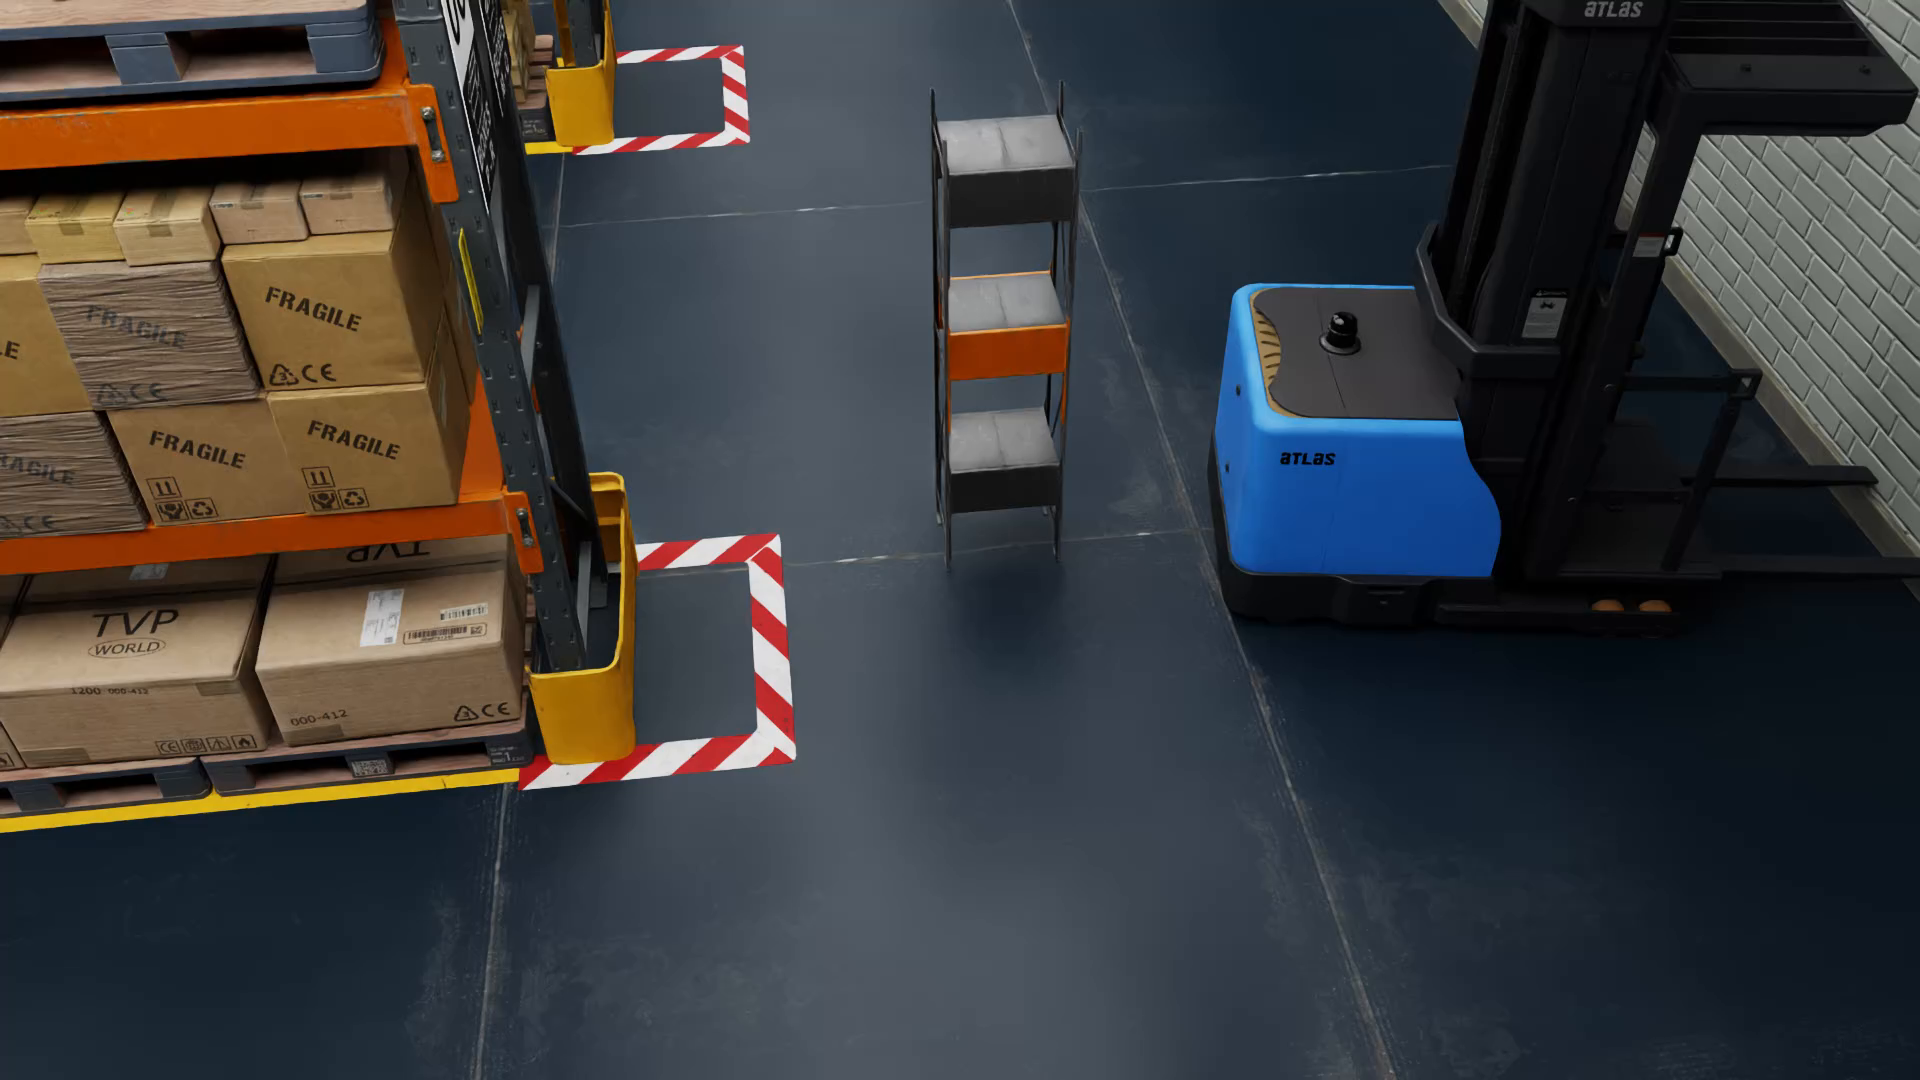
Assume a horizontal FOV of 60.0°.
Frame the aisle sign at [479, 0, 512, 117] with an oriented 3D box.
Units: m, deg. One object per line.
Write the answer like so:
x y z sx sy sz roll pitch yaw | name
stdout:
-1.508 -1.794 5.273 0.004 0.787 0.394 -5 42 -6 | aisle sign

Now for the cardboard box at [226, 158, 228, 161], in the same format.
-2.566 -1.136 5.664 0.500 0.500 0.500 -6 42 -7 | cardboard box

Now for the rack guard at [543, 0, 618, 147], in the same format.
-2.359 -2.974 10.389 0.348 0.500 1.175 -5 42 -6 | rack guard

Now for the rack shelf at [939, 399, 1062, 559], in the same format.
0.164 -0.264 7.256 0.480 0.518 0.431 -5 42 -6 | rack shelf

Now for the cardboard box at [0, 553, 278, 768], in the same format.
-3.090 0.375 6.410 0.875 0.438 0.875 -4 42 -4 | cardboard box

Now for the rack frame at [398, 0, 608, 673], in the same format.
-1.542 -0.630 5.924 0.127 3.000 1.000 -5 42 -6 | rack frame

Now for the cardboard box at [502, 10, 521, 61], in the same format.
-2.776 -3.012 9.936 0.250 0.149 0.380 -5 42 -5 | cardboard box

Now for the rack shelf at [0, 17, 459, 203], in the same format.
-3.525 -1.303 4.967 4.000 0.370 1.077 -5 42 -6 | rack shelf

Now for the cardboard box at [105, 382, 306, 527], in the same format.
-2.485 -0.416 5.612 0.500 0.500 0.500 -6 42 -6 | cardboard box

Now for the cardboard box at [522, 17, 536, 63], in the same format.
-2.845 -3.173 10.558 0.250 0.149 0.380 -4 42 -5 | cardboard box

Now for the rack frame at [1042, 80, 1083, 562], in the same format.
0.406 -0.815 6.801 0.015 2.100 0.400 -5 42 -6 | rack frame

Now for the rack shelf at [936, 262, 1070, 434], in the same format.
0.164 -0.784 6.787 0.480 0.518 0.431 -5 42 -6 | rack shelf

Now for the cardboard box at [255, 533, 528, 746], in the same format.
-2.183 0.289 6.504 0.875 0.438 0.875 -6 42 -7 | cardboard box

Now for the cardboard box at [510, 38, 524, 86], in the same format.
-2.770 -2.881 10.012 0.250 0.149 0.380 -6 42 -7 | cardboard box

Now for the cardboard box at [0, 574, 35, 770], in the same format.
-3.984 0.452 6.324 0.875 0.438 0.875 -6 42 -7 | cardboard box

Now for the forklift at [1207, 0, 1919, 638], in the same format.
2.646 -1.038 6.428 3.031 2.935 1.130 1 42 1 | forklift

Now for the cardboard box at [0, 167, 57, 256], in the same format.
-2.889 -1.028 5.060 0.250 0.149 0.380 -5 42 -6 | cardboard box

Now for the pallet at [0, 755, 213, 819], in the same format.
-3.532 0.631 6.608 1.213 0.211 1.003 -5 42 -6 | pallet

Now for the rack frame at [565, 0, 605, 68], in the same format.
-2.284 -3.908 9.559 0.127 3.000 1.000 -5 42 -6 | rack frame

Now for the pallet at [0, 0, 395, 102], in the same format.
-2.276 -1.639 4.870 1.213 0.211 1.003 -5 42 -6 | pallet

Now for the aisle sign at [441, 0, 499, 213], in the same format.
-1.430 -1.395 4.832 0.004 0.787 0.394 -5 42 -6 | aisle sign

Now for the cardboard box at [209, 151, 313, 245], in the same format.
-2.120 -1.077 5.114 0.250 0.149 0.380 -4 42 -5 | cardboard box

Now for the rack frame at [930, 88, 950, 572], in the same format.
-0.078 -0.773 6.754 0.015 2.100 0.400 -5 42 -6 | rack frame

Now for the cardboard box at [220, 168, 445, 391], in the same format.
-1.989 -0.838 5.334 0.500 0.500 0.500 -4 42 -4 | cardboard box

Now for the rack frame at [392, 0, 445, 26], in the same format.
-1.542 -2.857 3.914 0.127 3.000 1.000 -5 42 -6 | rack frame

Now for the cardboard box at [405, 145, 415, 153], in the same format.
-1.930 -1.432 5.508 0.250 0.149 0.380 -4 42 -5 | cardboard box

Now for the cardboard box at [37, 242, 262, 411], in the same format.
-2.503 -0.773 5.262 0.500 0.500 0.500 -5 42 -5 | cardboard box

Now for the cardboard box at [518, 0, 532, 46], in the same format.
-2.837 -3.241 10.412 0.250 0.149 0.380 -3 42 -4 | cardboard box

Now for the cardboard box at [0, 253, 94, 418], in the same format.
-2.994 -0.732 5.216 0.500 0.500 0.500 -5 42 -6 | cardboard box

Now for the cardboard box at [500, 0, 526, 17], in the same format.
-2.847 -3.407 10.373 0.250 0.149 0.380 -7 42 -7 | cardboard box

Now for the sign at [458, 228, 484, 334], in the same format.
-1.485 -0.786 5.056 0.005 0.325 0.100 -5 42 -6 | sign

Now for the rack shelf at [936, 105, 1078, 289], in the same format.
0.164 -1.304 6.318 0.480 0.518 0.431 -5 42 -6 | rack shelf

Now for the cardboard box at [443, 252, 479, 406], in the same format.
-2.055 -0.816 6.055 0.500 0.500 0.500 -5 42 -6 | cardboard box

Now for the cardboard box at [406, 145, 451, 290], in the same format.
-2.055 -1.186 5.719 0.500 0.500 0.500 -6 42 -6 | cardboard box

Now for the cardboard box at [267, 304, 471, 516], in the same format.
-1.986 -0.449 5.649 0.500 0.500 0.500 -5 42 -5 | cardboard box

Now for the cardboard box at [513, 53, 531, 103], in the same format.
-2.779 -2.822 10.169 0.250 0.149 0.380 -4 42 -5 | cardboard box

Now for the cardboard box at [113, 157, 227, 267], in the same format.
-2.365 -0.999 5.027 0.250 0.149 0.380 -5 42 -6 | cardboard box

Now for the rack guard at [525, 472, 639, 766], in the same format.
-1.518 0.296 6.763 0.348 0.500 1.175 -5 42 -6 | rack guard

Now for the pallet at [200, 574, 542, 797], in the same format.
-2.325 0.527 6.723 1.213 0.211 1.003 -5 42 -6 | pallet

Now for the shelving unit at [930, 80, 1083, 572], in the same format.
0.164 -0.794 6.778 0.503 2.100 0.431 -5 42 -6 | shelving unit

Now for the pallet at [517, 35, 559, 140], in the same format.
-3.169 -2.819 10.433 1.213 0.211 1.003 -5 42 -6 | pallet

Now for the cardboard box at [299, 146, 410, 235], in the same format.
-1.872 -1.115 5.156 0.250 0.149 0.380 -4 42 -5 | cardboard box

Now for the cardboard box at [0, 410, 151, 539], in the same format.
-2.994 -0.364 5.555 0.500 0.500 0.500 -4 42 -4 | cardboard box

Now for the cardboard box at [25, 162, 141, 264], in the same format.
-2.621 -1.004 5.033 0.250 0.149 0.380 -4 42 -5 | cardboard box

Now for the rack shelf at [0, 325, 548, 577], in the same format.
-3.525 -0.189 5.972 4.000 0.370 1.077 -5 42 -6 | rack shelf
